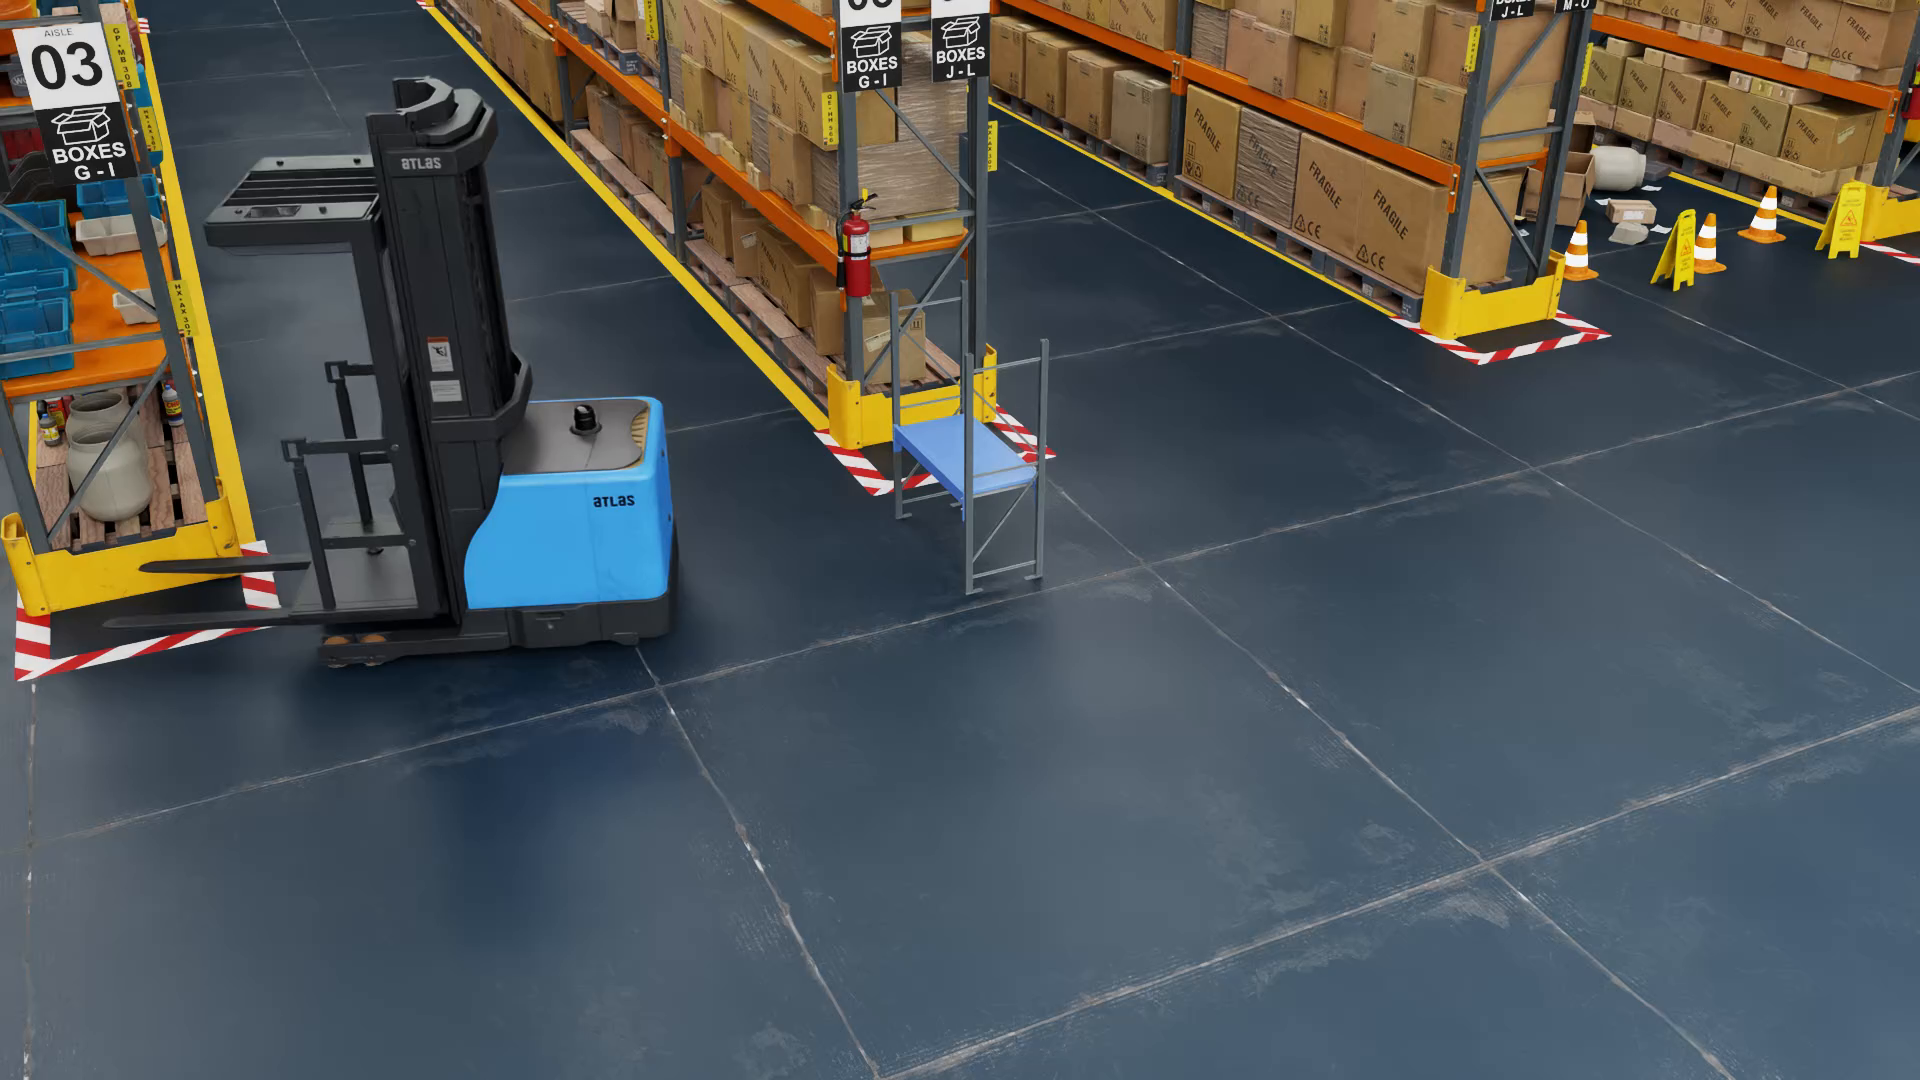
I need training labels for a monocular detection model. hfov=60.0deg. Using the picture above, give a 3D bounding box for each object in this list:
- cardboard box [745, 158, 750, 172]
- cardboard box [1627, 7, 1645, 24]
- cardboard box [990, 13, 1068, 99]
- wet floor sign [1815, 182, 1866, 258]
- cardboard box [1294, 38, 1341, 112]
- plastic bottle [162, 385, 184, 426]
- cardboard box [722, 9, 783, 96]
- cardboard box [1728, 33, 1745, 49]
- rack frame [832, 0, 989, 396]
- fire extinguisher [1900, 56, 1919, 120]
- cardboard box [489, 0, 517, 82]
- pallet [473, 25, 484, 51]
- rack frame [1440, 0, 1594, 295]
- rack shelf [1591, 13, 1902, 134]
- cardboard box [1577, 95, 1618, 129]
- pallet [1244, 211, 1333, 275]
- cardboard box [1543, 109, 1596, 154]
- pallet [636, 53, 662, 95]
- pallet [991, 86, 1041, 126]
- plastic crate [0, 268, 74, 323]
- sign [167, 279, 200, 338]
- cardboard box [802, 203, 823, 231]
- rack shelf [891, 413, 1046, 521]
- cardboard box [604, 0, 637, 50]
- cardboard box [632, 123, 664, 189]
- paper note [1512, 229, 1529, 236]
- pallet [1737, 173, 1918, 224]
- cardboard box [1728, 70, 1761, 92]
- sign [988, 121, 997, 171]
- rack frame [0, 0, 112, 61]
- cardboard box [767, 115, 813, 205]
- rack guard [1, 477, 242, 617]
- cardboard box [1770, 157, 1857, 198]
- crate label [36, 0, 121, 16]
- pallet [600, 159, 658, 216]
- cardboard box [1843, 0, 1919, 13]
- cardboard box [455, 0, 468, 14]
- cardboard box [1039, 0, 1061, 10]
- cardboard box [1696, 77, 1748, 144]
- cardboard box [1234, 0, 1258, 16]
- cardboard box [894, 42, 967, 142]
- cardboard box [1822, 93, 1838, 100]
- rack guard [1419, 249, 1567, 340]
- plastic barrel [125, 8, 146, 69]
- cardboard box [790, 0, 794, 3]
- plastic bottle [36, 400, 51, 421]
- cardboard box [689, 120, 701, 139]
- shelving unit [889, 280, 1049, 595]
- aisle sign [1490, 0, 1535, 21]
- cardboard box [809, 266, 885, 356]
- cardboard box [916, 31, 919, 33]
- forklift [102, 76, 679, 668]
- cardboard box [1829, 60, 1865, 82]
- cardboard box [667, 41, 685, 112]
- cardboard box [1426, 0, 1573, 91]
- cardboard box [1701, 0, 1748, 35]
[{"bbox_3d":[-1.386,-2.815,12.434,0.380,0.149,0.250,-13,32,-22],"label":"cardboard box"},{"bbox_3d":[7.082,-5.397,17.037,0.380,0.149,0.250,-13,32,-22],"label":"cardboard box"},{"bbox_3d":[0.975,-5.522,18.874,1.050,0.750,0.750,-14,32,-23],"label":"cardboard box"},{"bbox_3d":[7.772,-2.822,14.596,0.267,0.644,0.232,-3,29,-5],"label":"wet floor sign"},{"bbox_3d":[3.381,-4.031,14.192,0.875,0.550,0.500,-13,32,-22],"label":"cardboard box"},{"bbox_3d":[-5.264,-0.905,11.110,0.097,0.271,0.097,0,29,0],"label":"plastic bottle"},{"bbox_3d":[-1.392,-3.541,12.042,0.500,0.500,0.500,-13,32,-22],"label":"cardboard box"},{"bbox_3d":[7.664,-4.848,16.058,0.380,0.149,0.250,-13,32,-22],"label":"cardboard box"},{"bbox_3d":[-0.294,-2.077,10.860,1.000,3.000,0.127,-13,32,-22],"label":"rack frame"},{"bbox_3d":[8.290,-3.977,14.327,0.296,0.674,0.183,-13,32,-22],"label":"fire extinguisher"},{"bbox_3d":[-4.768,-5.961,19.530,1.225,0.875,0.875,-14,32,-24],"label":"cardboard box"},{"bbox_3d":[-5.701,-6.514,21.623,1.003,0.211,1.213,-13,32,-22],"label":"pallet"},{"bbox_3d":[4.229,-3.074,12.638,1.000,3.000,0.127,-13,32,-22],"label":"rack frame"},{"bbox_3d":[7.798,-4.727,16.322,1.077,0.370,4.000,-13,32,-22],"label":"rack shelf"},{"bbox_3d":[6.949,-4.591,17.726,0.500,0.250,0.500,-15,32,-24],"label":"cardboard box"},{"bbox_3d":[3.296,-2.732,14.880,1.003,0.211,1.213,-13,32,-22],"label":"pallet"},{"bbox_3d":[6.171,-4.076,16.979,0.500,0.500,0.500,7,30,13],"label":"cardboard box"},{"bbox_3d":[-2.208,-4.128,14.714,1.003,0.211,1.213,-13,32,-22],"label":"pallet"},{"bbox_3d":[1.065,-5.027,18.972,1.003,0.211,1.213,-13,32,-22],"label":"pallet"},{"bbox_3d":[-5.526,-1.418,9.838,0.499,0.251,0.408,-13,32,-22],"label":"plastic crate"},{"bbox_3d":[-4.268,-1.271,9.140,0.100,0.325,0.005,-13,32,-22],"label":"sign"},{"bbox_3d":[-0.863,-2.260,11.443,0.380,0.149,0.250,-13,32,-22],"label":"cardboard box"},{"bbox_3d":[0.037,-0.460,9.877,0.538,0.185,1.000,-13,32,-22],"label":"rack shelf"},{"bbox_3d":[-2.839,-4.818,15.214,0.797,0.503,0.637,-10,31,-17],"label":"cardboard box"},{"bbox_3d":[-2.683,-3.683,15.830,0.700,0.500,0.500,-16,33,-26],"label":"cardboard box"},{"bbox_3d":[5.107,-2.809,15.202,0.144,0.017,0.142,-3,29,-5],"label":"paper note"},{"bbox_3d":[8.307,-3.341,15.966,1.003,0.211,1.213,-13,32,-22],"label":"pallet"},{"bbox_3d":[7.642,-4.427,16.003,0.380,0.149,0.250,-12,31,-20],"label":"cardboard box"},{"bbox_3d":[0.196,-2.569,10.851,0.100,0.325,0.005,-13,32,-22],"label":"sign"},{"bbox_3d":[-4.767,-3.654,7.538,1.000,3.000,0.127,-13,32,-22],"label":"rack frame"},{"bbox_3d":[-0.828,-2.695,11.555,0.875,0.500,0.500,-13,32,-22],"label":"cardboard box"},{"bbox_3d":[-4.842,0.030,9.659,1.175,0.500,0.348,-13,32,-22],"label":"rack guard"},{"bbox_3d":[8.056,-3.453,15.695,0.500,0.250,0.500,-13,32,-22],"label":"cardboard box"},{"bbox_3d":[-5.272,-3.177,9.906,0.502,0.251,0.408,-13,32,-22],"label":"crate label"},{"bbox_3d":[-2.874,-3.511,16.268,1.003,0.211,1.213,-13,32,-22],"label":"pallet"},{"bbox_3d":[8.240,-4.947,14.550,0.700,0.500,0.500,-14,32,-23],"label":"cardboard box"},{"bbox_3d":[-6.425,-7.733,22.690,0.875,0.875,0.875,-13,32,-22],"label":"cardboard box"},{"bbox_3d":[1.181,-5.949,17.664,0.500,0.500,0.500,-13,32,-22],"label":"cardboard box"},{"bbox_3d":[7.640,-4.222,16.301,0.500,0.500,0.500,-14,32,-23],"label":"cardboard box"},{"bbox_3d":[2.981,-4.988,14.795,0.875,0.550,0.550,-13,32,-22],"label":"cardboard box"},{"bbox_3d":[-0.284,-2.987,11.053,0.500,0.500,0.500,-13,32,-22],"label":"cardboard box"},{"bbox_3d":[8.321,-4.124,16.125,0.500,0.500,0.500,-14,32,-24],"label":"cardboard box"},{"bbox_3d":[4.240,-1.973,13.230,1.175,0.500,0.348,-13,32,-22],"label":"rack guard"},{"bbox_3d":[-7.729,-4.489,15.022,0.600,0.536,0.708,-13,32,-22],"label":"plastic barrel"},{"bbox_3d":[-0.947,-3.699,10.840,0.500,0.250,0.500,-13,32,-22],"label":"cardboard box"},{"bbox_3d":[-6.018,-0.811,10.930,0.061,0.283,0.133,-12,32,-21],"label":"plastic bottle"},{"bbox_3d":[-1.962,-3.358,13.402,0.380,0.149,0.250,-13,32,-22],"label":"cardboard box"},{"bbox_3d":[0.037,-0.616,9.789,0.538,1.500,1.048,-13,32,-22],"label":"shelving unit"},{"bbox_3d":[3.989,-4.113,11.834,0.394,0.787,0.004,-13,32,-22],"label":"aisle sign"},{"bbox_3d":[-0.834,-1.706,12.325,0.500,0.500,0.500,-5,30,-9],"label":"cardboard box"},{"bbox_3d":[-0.379,-6.623,21.094,0.500,0.500,0.500,-13,32,-21],"label":"cardboard box"},{"bbox_3d":[-3.143,-0.860,8.760,3.031,2.935,1.130,-3,29,-6],"label":"forklift"},{"bbox_3d":[8.094,-4.257,15.005,0.380,0.149,0.250,-13,32,-23],"label":"cardboard box"},{"bbox_3d":[-1.874,-3.805,13.536,0.875,0.500,0.500,-13,32,-22],"label":"cardboard box"},{"bbox_3d":[4.105,-3.782,12.644,0.875,0.550,0.550,-13,32,-22],"label":"cardboard box"},{"bbox_3d":[7.552,-5.185,15.996,0.500,0.500,0.500,-13,32,-21],"label":"cardboard box"}]
